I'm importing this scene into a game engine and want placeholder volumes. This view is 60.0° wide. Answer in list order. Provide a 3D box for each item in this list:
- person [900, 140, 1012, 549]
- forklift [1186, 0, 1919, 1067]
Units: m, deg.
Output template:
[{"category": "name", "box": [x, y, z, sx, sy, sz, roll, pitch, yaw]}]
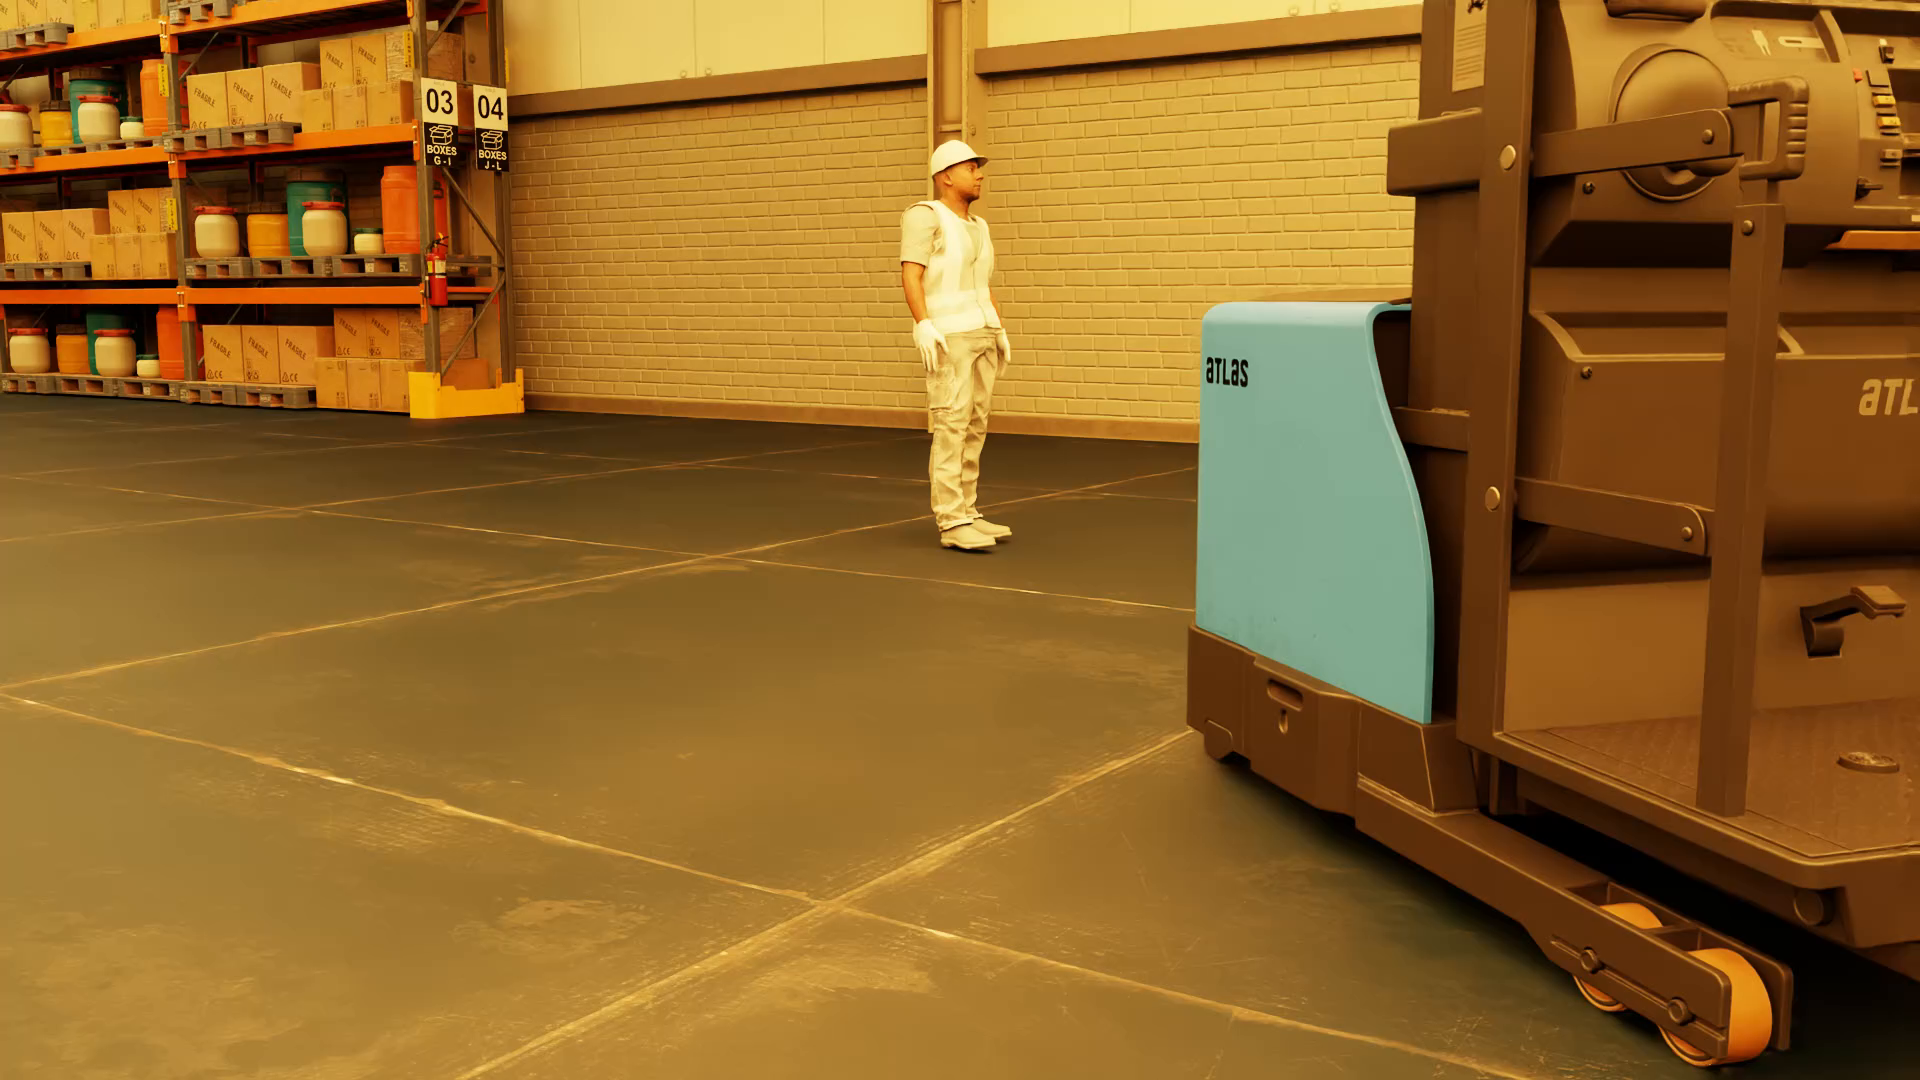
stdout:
[{"category": "person", "box": [0.055, -0.884, 7.430, 0.575, 1.785, 0.657, 5, 10, 34]}, {"category": "forklift", "box": [1.465, -0.767, 2.584, 1.130, 2.935, 3.031, -2, 8, -17]}]
